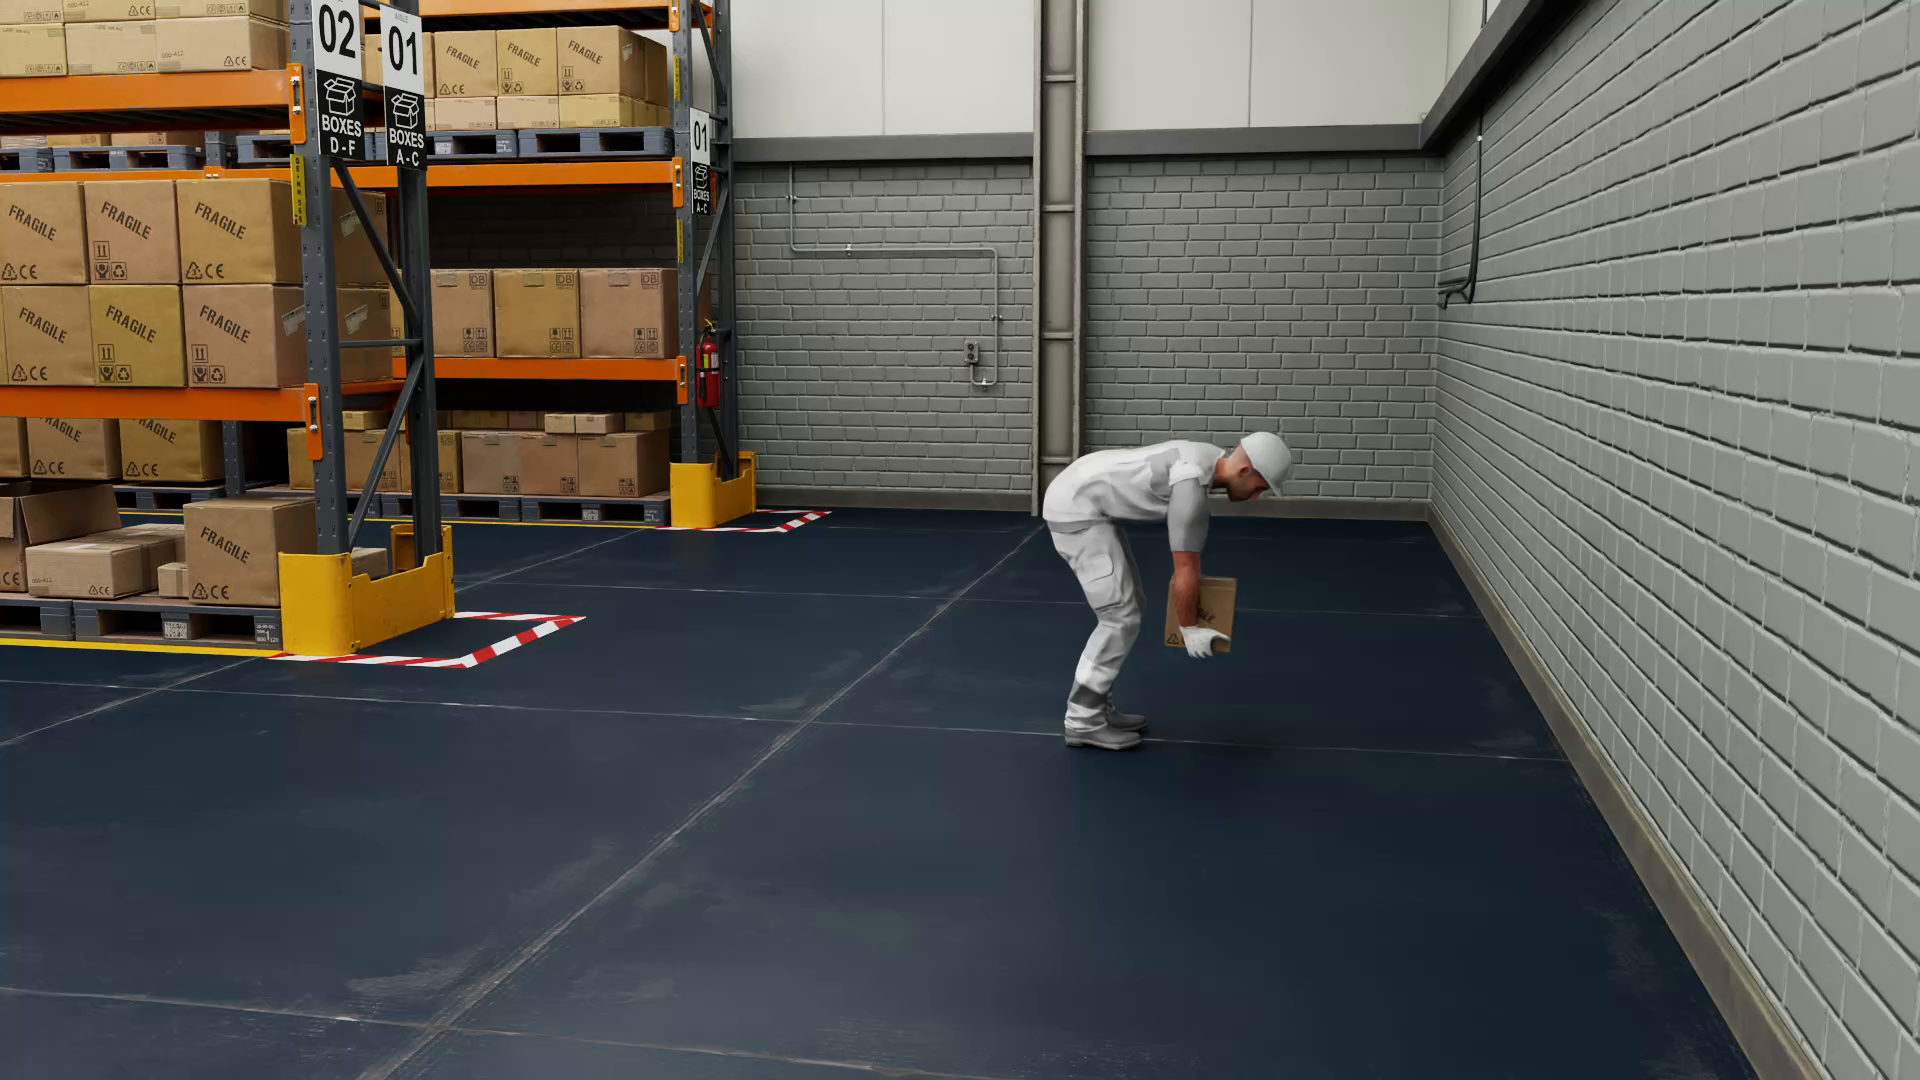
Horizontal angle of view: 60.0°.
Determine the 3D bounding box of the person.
[{"bbox_3d":[0.792,0.185,6.456,0.949,1.218,0.494,1,8,9],"label":"person"}]
